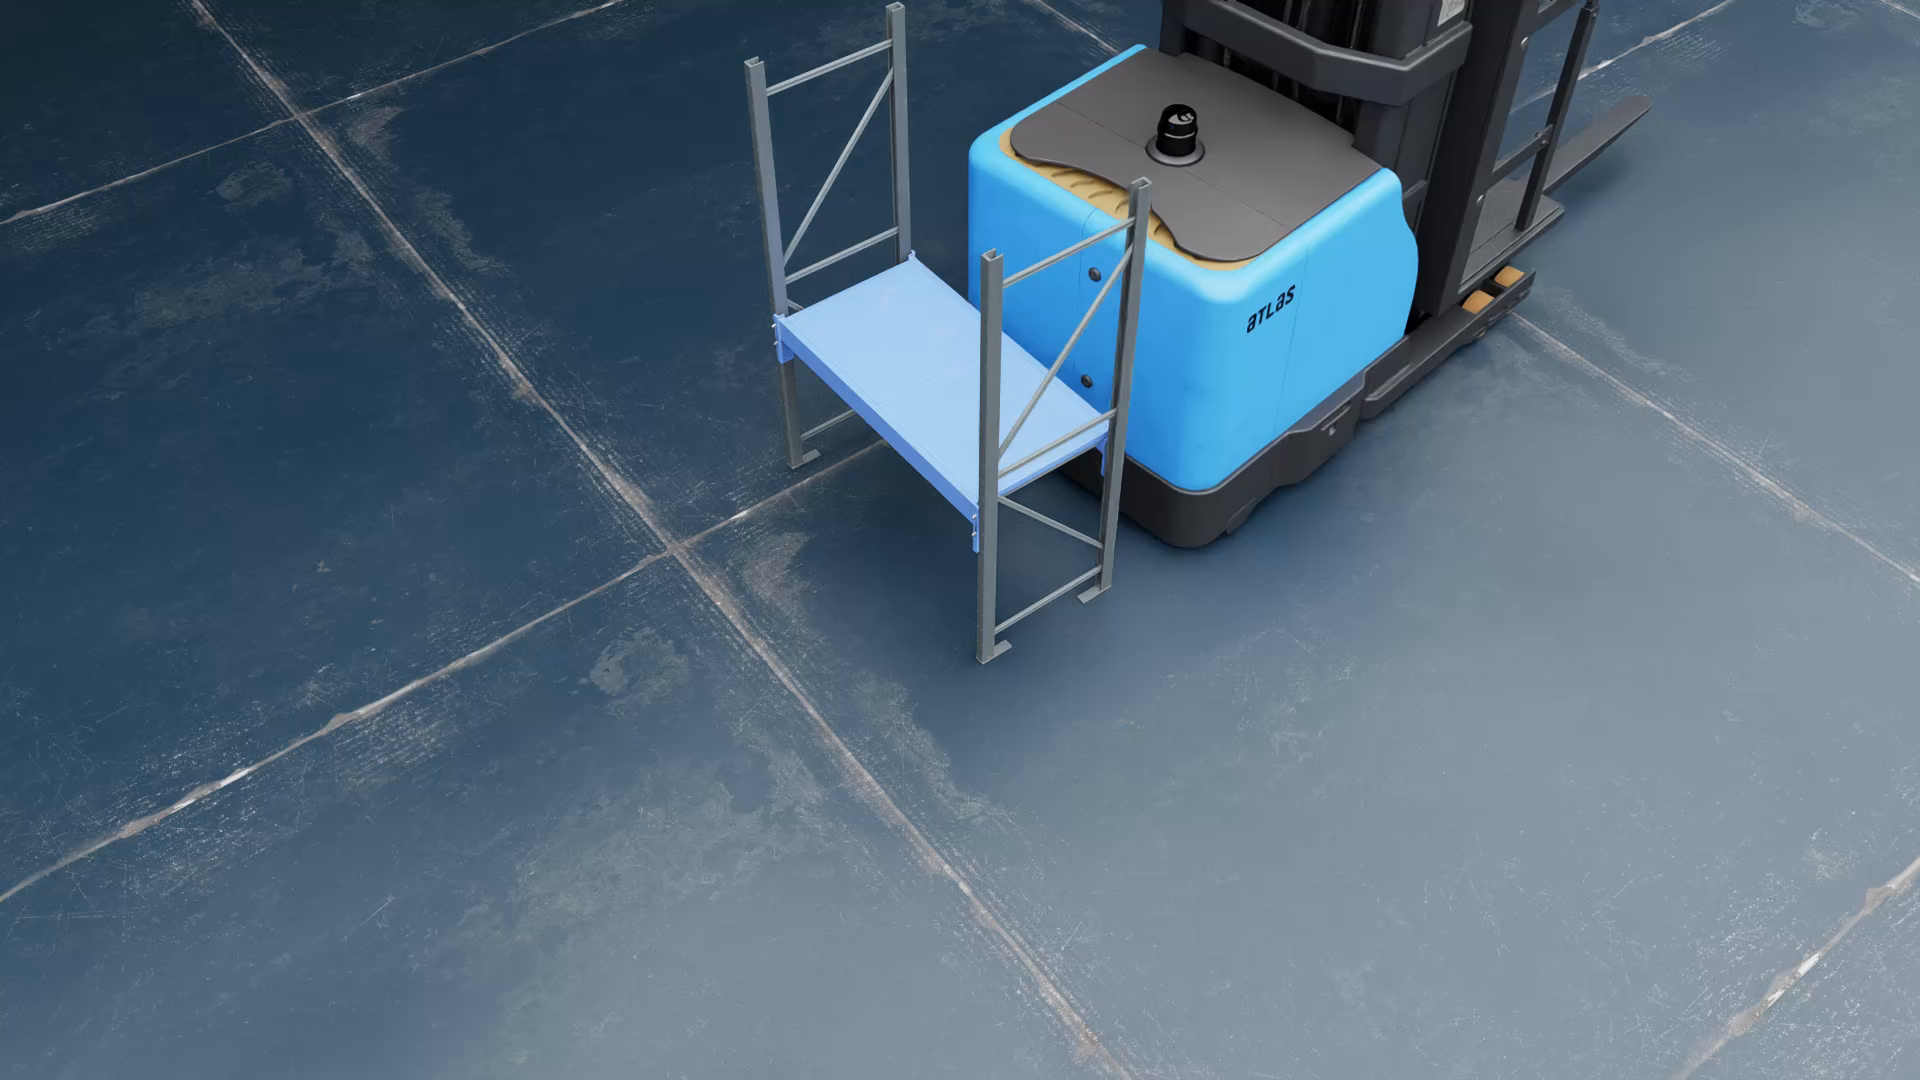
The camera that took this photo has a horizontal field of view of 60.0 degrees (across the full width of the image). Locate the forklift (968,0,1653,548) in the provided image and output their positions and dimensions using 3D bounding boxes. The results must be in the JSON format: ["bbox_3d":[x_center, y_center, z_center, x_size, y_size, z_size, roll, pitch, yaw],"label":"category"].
[{"bbox_3d":[1.409,-1.945,5.035,3.031,2.935,1.130,-36,57,-28],"label":"forklift"}]

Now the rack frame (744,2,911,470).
[{"bbox_3d":[-0.359,-0.854,5.012,0.500,1.500,0.032,-29,54,-24],"label":"rack frame"}]

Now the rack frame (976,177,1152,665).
[{"bbox_3d":[0.256,-0.254,4.468,0.500,1.500,0.032,-29,54,-24],"label":"rack frame"}]

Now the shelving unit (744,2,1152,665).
[{"bbox_3d":[-0.052,-0.554,4.740,0.538,1.500,1.048,-29,54,-24],"label":"shelving unit"}]

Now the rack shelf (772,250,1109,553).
[{"bbox_3d":[-0.052,-0.433,4.873,0.538,0.185,1.000,-29,54,-24],"label":"rack shelf"}]
